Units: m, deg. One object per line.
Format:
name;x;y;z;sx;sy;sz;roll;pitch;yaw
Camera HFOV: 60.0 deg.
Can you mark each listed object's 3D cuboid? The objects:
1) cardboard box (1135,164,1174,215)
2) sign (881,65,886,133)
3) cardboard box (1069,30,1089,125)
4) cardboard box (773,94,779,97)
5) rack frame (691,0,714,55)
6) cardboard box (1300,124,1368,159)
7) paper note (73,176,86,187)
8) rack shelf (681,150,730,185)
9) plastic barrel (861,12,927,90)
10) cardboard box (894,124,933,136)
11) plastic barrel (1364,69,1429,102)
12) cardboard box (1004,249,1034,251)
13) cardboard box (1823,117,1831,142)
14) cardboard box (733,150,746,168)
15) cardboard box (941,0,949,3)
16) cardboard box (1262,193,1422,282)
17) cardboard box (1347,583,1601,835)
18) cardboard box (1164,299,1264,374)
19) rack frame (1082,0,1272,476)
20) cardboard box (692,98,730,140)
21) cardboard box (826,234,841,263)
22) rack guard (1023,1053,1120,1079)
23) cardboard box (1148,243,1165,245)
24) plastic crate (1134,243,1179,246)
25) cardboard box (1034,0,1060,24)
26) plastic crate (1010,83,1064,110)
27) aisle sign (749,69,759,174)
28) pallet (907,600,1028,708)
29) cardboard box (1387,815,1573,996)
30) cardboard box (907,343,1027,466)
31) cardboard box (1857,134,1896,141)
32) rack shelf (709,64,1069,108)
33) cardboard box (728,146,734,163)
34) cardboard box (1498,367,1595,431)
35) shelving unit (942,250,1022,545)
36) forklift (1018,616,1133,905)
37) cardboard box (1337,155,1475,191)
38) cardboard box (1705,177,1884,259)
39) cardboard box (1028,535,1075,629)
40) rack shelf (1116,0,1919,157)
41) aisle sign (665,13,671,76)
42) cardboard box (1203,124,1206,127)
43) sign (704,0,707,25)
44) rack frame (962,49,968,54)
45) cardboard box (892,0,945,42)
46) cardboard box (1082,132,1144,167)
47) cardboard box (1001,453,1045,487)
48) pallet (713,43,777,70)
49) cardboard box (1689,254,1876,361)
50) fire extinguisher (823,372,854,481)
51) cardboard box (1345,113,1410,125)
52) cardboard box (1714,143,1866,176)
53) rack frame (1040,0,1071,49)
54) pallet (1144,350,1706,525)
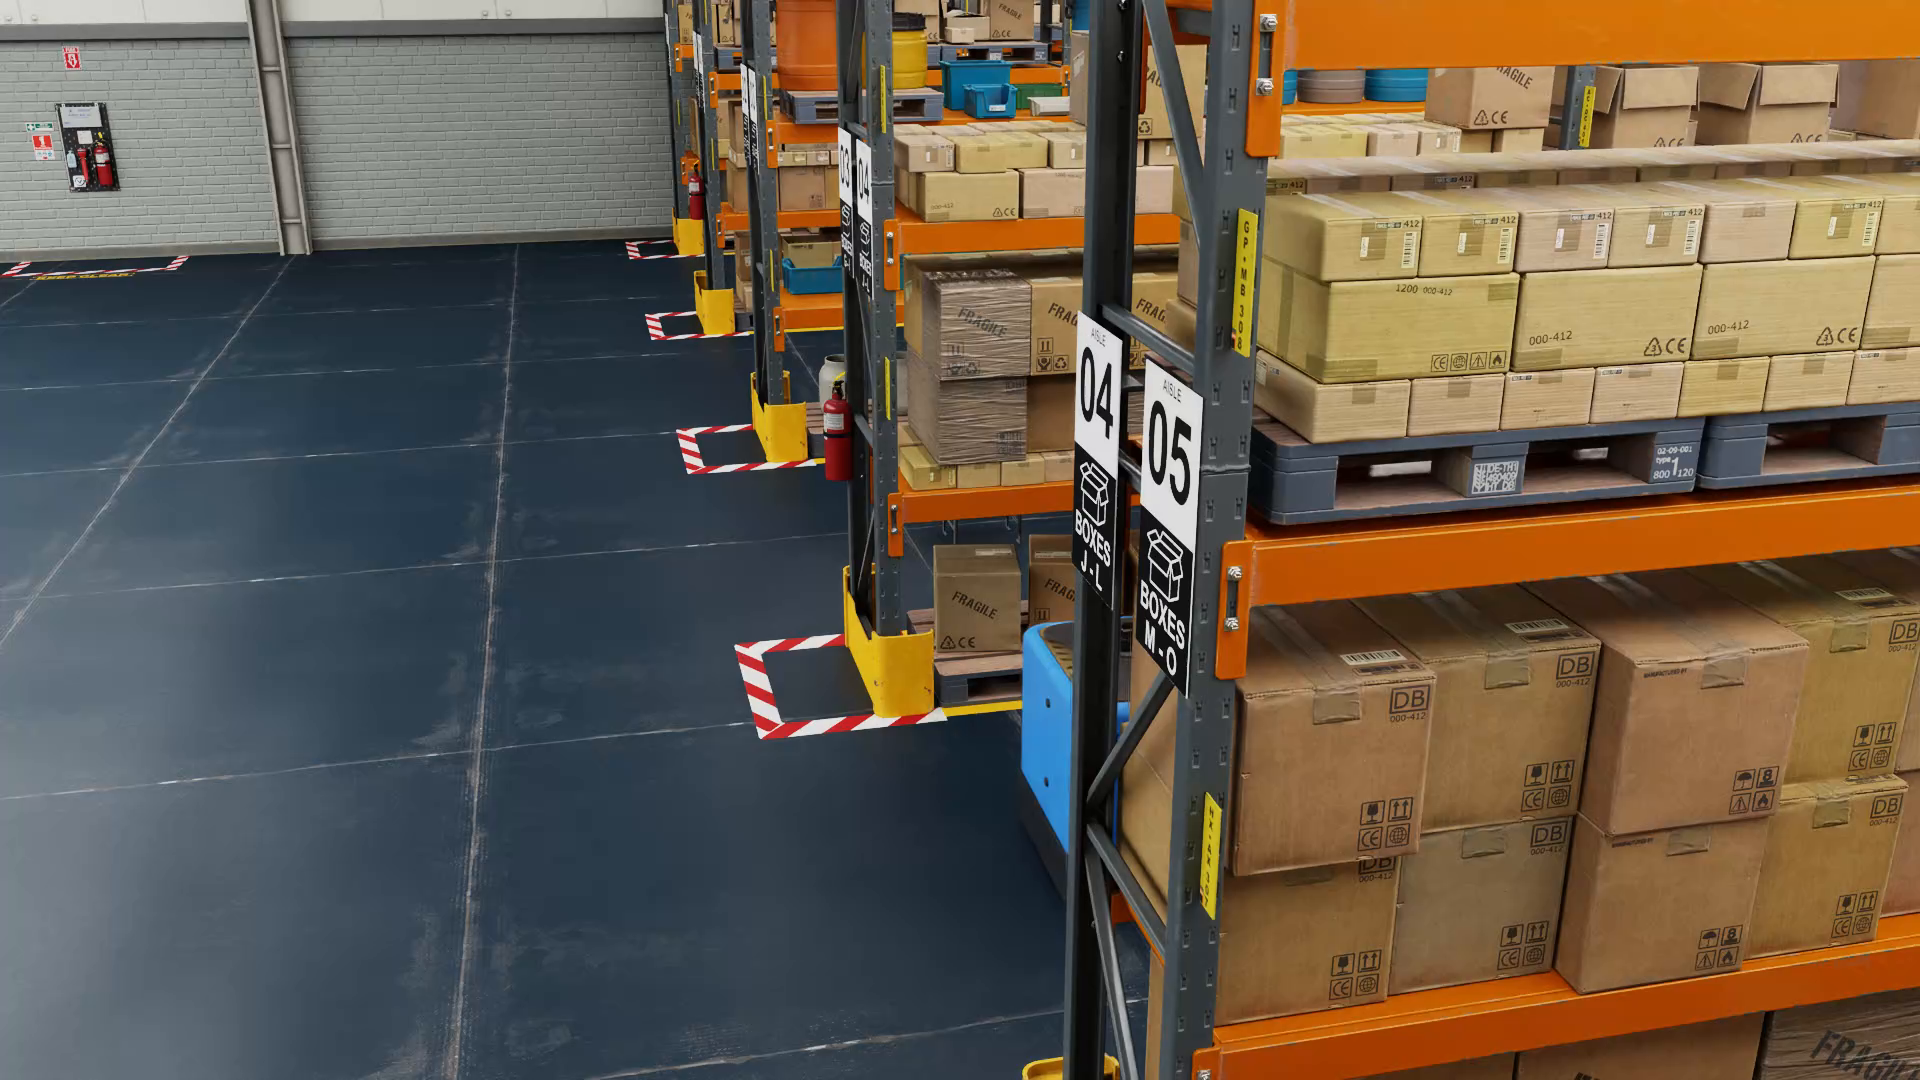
cardboard box;0.999;-1.957;9.154;0.500;0.250;0.500;-5;21;-13
sign;-0.388;-2.224;8.394;0.005;0.325;0.100;-5;21;-12
cardboard box;0.937;-2.624;9.452;0.500;0.500;0.500;-5;21;-12
cardboard box;-2.529;-6.040;23.540;0.500;0.500;0.500;-5;21;-14
rack frame;-2.789;-6.720;17.577;0.127;3.000;1.000;-5;21;-12
cardboard box;2.093;-2.241;9.348;0.250;0.149;0.380;-4;20;-10
paper note;-11.891;-4.844;22.457;0.142;0.148;0.016;-5;21;-12
rack shelf;-1.986;-5.382;23.691;4.000;0.370;1.077;-5;21;-12
plastic barrel;-0.573;-4.072;13.824;0.600;0.588;0.600;0;20;0
cardboard box;-0.315;-2.239;9.342;0.250;0.149;0.380;-5;21;-12
plastic barrel;3.958;-4.422;14.935;0.708;0.901;0.600;-5;21;-12
cardboard box;0.580;-3.546;19.931;0.500;0.500;0.500;-5;21;-12
cardboard box;5.181;-2.581;10.369;0.250;0.166;0.380;-5;21;-14
cardboard box;-2.358;-4.214;18.368;0.250;0.149;0.380;-5;21;-13
cardboard box;-0.465;-7.682;22.934;0.500;0.500;0.500;-6;21;-17
cardboard box;0.928;-0.748;4.084;0.250;0.149;0.380;-4;21;-12
cardboard box;1.414;0.413;5.038;0.550;0.550;0.875;-5;21;-12
cardboard box;0.775;-0.593;4.821;0.250;0.149;0.380;-5;21;-13
rack frame;0.530;-1.736;3.970;0.127;3.000;1.000;-5;21;-12
cardboard box;-3.399;-5.789;22.857;0.500;0.500;0.500;-5;21;-12
cardboard box;-1.246;-3.213;19.023;0.500;0.500;0.500;-5;21;-12
rack guard;0.506;2.257;5.427;0.348;0.500;1.175;-5;21;-12
cardboard box;2.555;-3.418;19.856;0.500;0.311;0.500;-5;21;-14
plastic crate;1.701;-2.533;14.960;0.504;0.338;0.767;-5;21;-12
cardboard box;1.110;-7.507;23.604;0.500;0.311;0.500;-4;20;-11
plastic crate;0.642;-3.837;14.375;0.450;0.188;0.336;-5;21;-12
aisle sign;-1.656;-3.362;13.352;0.004;0.787;0.394;-5;21;-12
pallet;0.359;0.664;10.195;1.213;0.211;1.003;-5;21;-12
cardboard box;1.411;0.916;5.236;0.550;0.550;0.875;-5;21;-12
cardboard box;0.028;-0.808;9.581;0.500;0.500;0.875;-5;21;-12
cardboard box;5.897;-2.356;10.242;0.500;0.250;0.500;-4;21;-11
rack shelf;-0.843;-5.132;18.649;4.000;0.370;1.077;-5;21;-12
cardboard box;-2.461;-4.349;18.737;0.250;0.149;0.380;-5;21;-13
cardboard box;1.429;-0.413;4.330;0.250;0.149;0.380;-5;21;-12
shelving unit;0.161;-0.999;11.989;0.503;2.100;0.431;-5;21;-12
forklift;1.864;0.093;7.800;3.031;2.935;1.130;-4;21;-12
cardboard box;1.272;-1.008;4.793;0.250;0.149;0.380;-4;21;-12
cardboard box;2.165;-0.848;4.357;0.250;0.149;0.380;-5;21;-13
cardboard box;0.672;0.287;10.194;0.500;0.500;0.500;1;20;2
rack shelf;2.476;-1.368;4.595;4.000;0.370;1.077;-5;21;-12
aisle sign;-3.934;-6.676;22.398;0.004;0.787;0.394;-5;21;-12
cardboard box;1.230;-2.345;9.634;0.250;0.149;0.380;-6;21;-15
sign;-2.667;-5.573;17.421;0.005;0.325;0.100;-5;21;-12
rack frame;-0.040;-5.878;23.999;0.127;3.000;1.000;-5;21;-12
cardboard box;-0.528;-5.852;18.603;0.637;0.503;0.797;-2;20;-6
cardboard box;0.819;-2.122;9.023;0.250;0.149;0.380;-5;21;-13
cardboard box;0.313;-0.440;9.520;0.250;0.149;0.380;-5;21;-12
pallet;-2.095;-5.317;18.237;1.213;0.211;1.003;-5;21;-12
cardboard box;2.043;-0.674;4.461;0.500;0.250;0.500;-5;21;-13
fire extinguisher;-0.731;-0.696;9.966;0.183;0.674;0.296;-5;21;-12
cardboard box;2.479;-2.448;9.914;0.250;0.149;0.380;-5;21;-12
cardboard box;2.509;-1.109;5.070;0.250;0.149;0.380;-5;21;-13
rack frame;1.103;-7.037;18.441;0.127;3.000;1.000;-5;21;-12
pallet;1.249;-0.348;4.671;1.213;0.211;1.003;-5;21;-12
